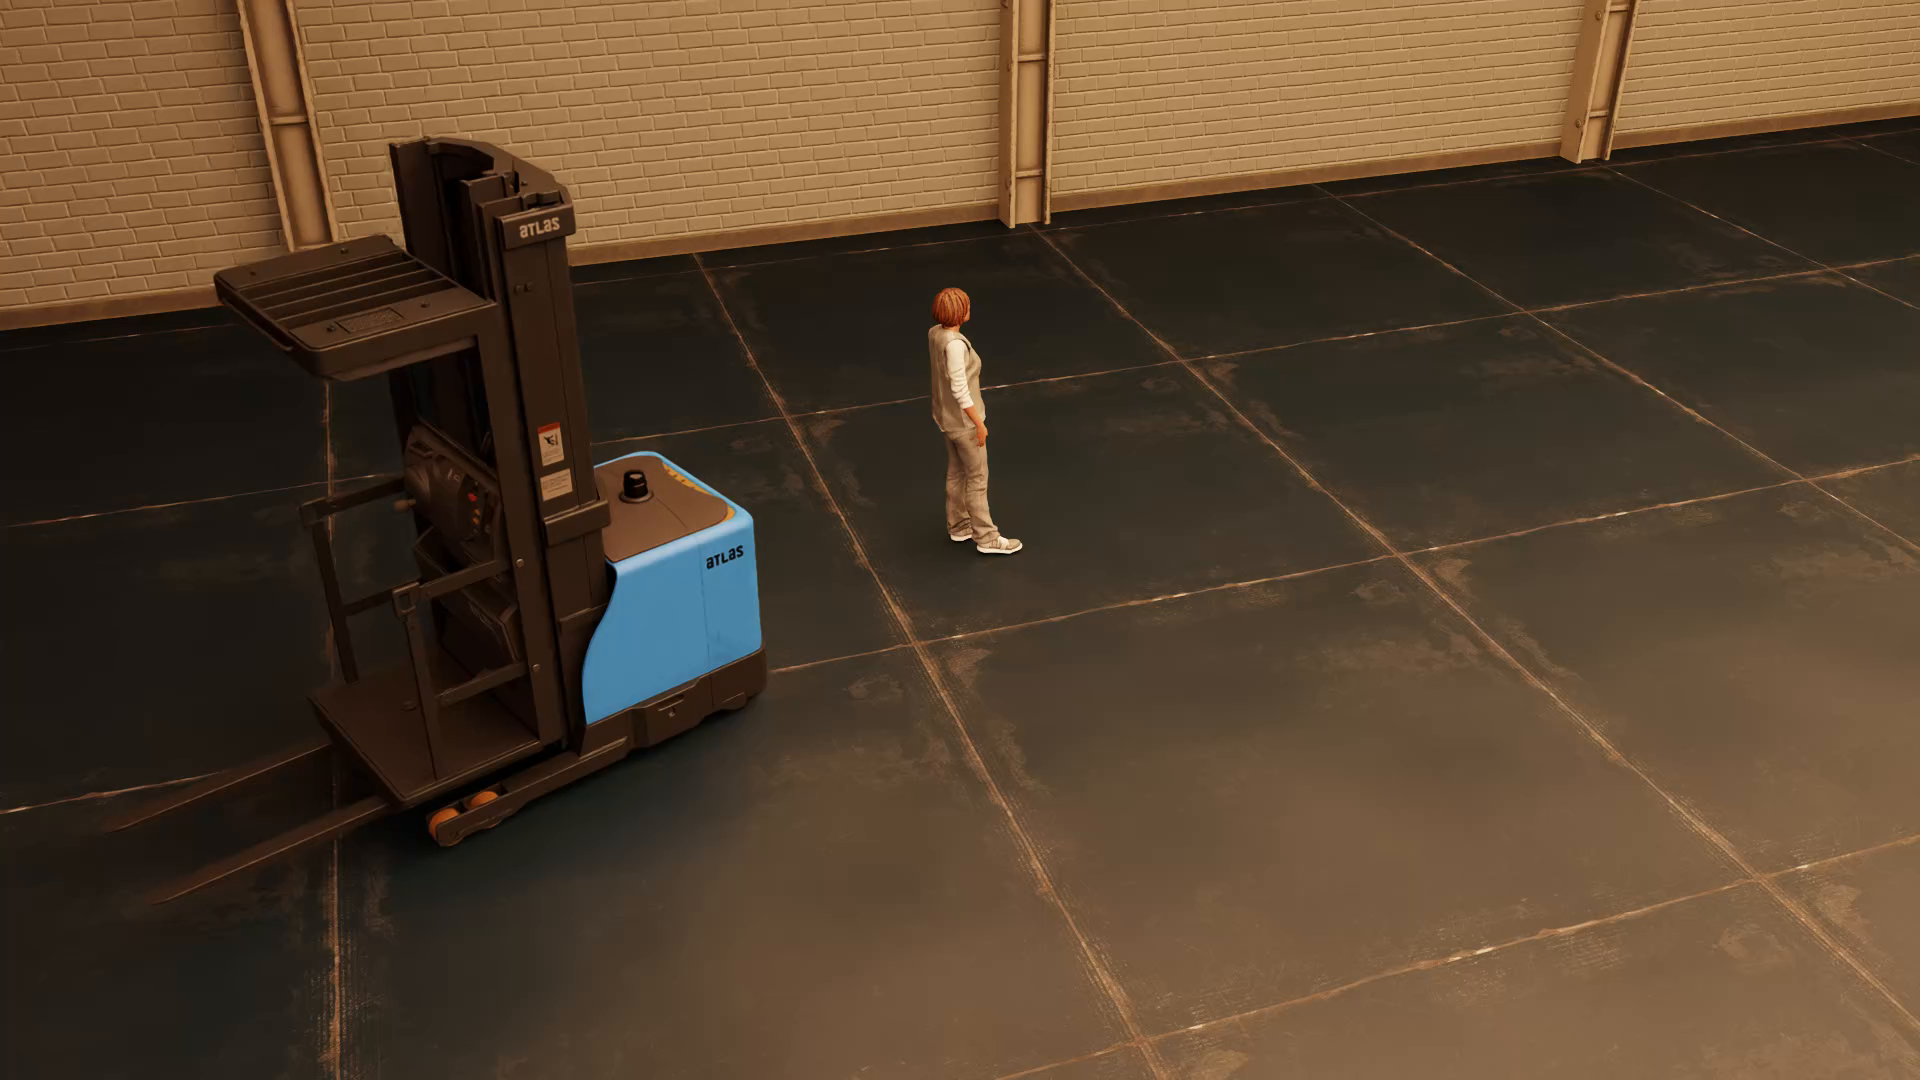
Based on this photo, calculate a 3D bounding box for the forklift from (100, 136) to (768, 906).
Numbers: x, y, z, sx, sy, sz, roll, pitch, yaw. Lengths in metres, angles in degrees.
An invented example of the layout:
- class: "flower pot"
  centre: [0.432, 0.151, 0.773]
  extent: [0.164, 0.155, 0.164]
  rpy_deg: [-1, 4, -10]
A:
- class: "forklift"
  centre: [-2.444, -0.170, 7.382]
  extent: [3.031, 2.935, 1.130]
  rpy_deg: [-23, 37, -34]

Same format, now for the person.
- class: "person"
  centre: [0.075, -0.704, 9.634]
  extent: [0.473, 1.599, 0.521]
  rpy_deg: [-10, 31, -16]
